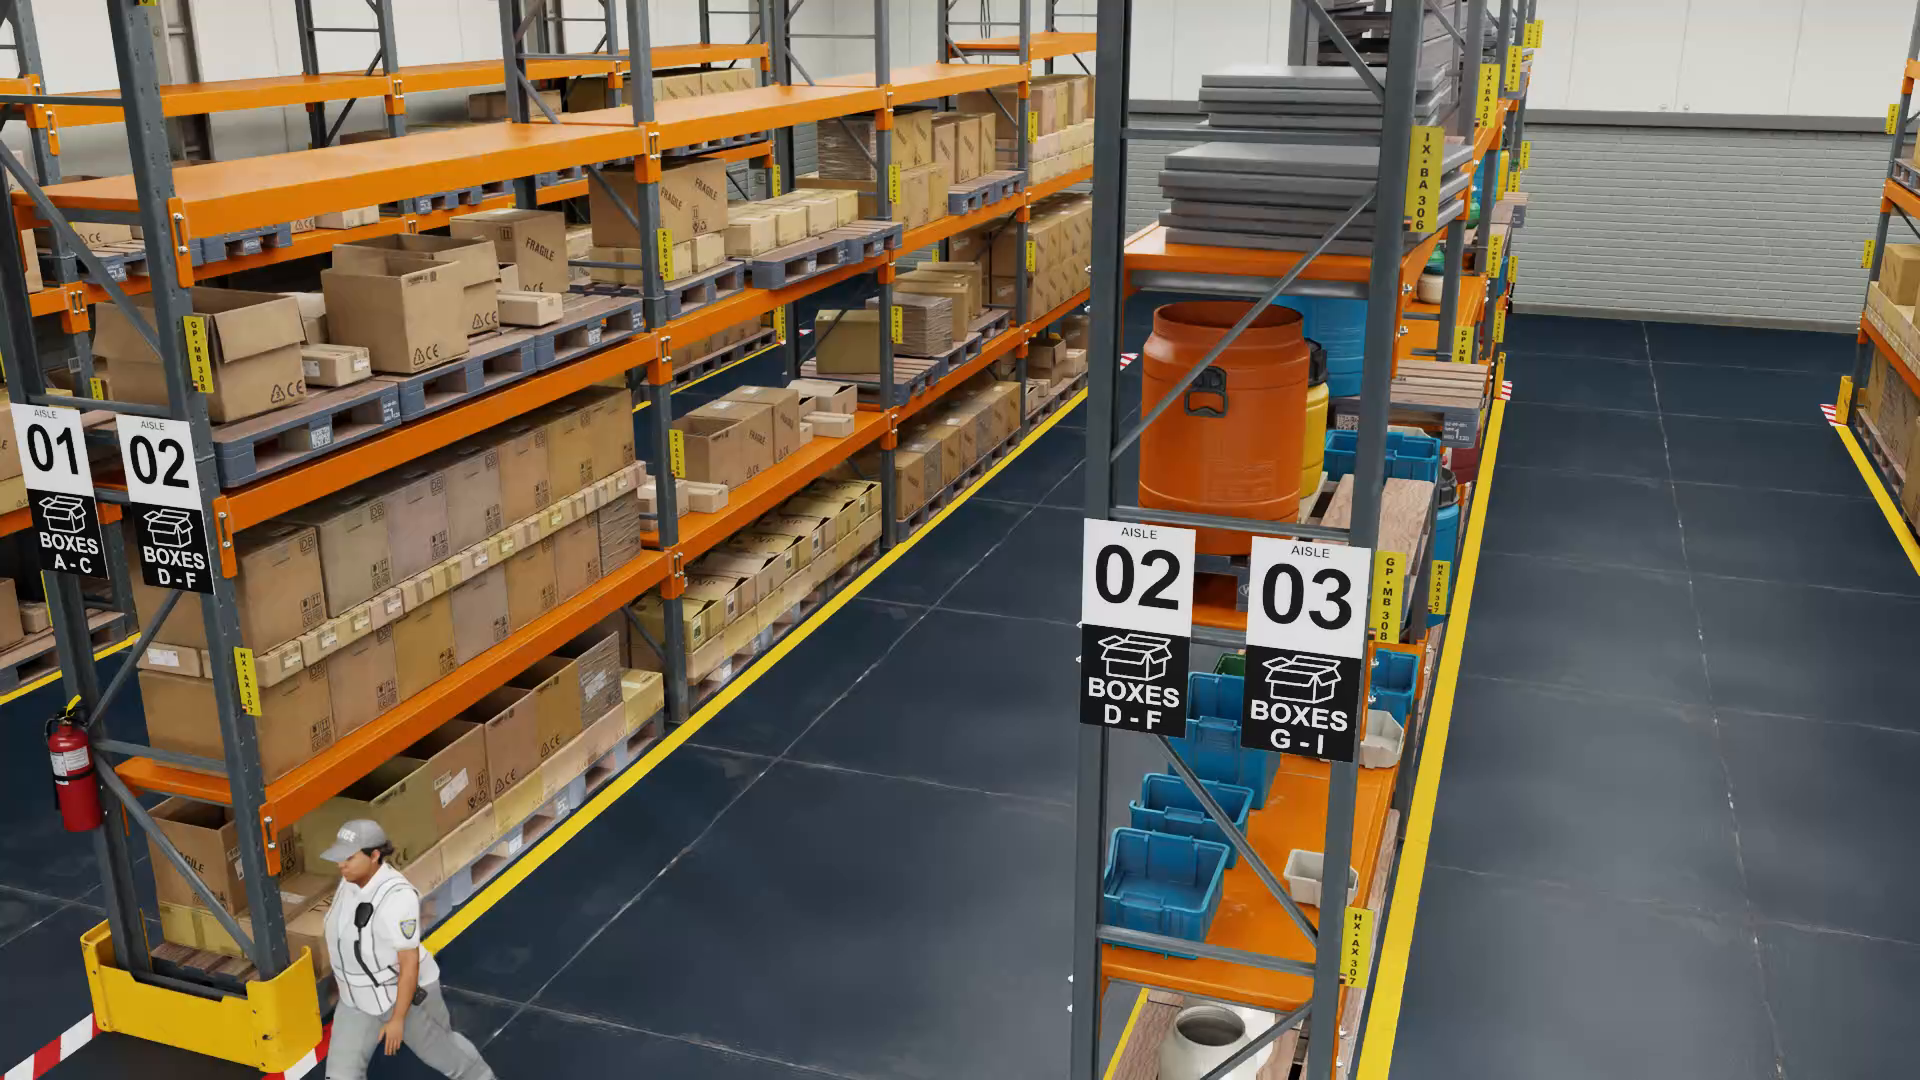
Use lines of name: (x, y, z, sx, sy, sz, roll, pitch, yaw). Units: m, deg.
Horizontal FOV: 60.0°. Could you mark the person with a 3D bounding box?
person: (-2.512, 1.964, 7.165, 0.518, 1.602, 1.021, 12, 22, 31)
